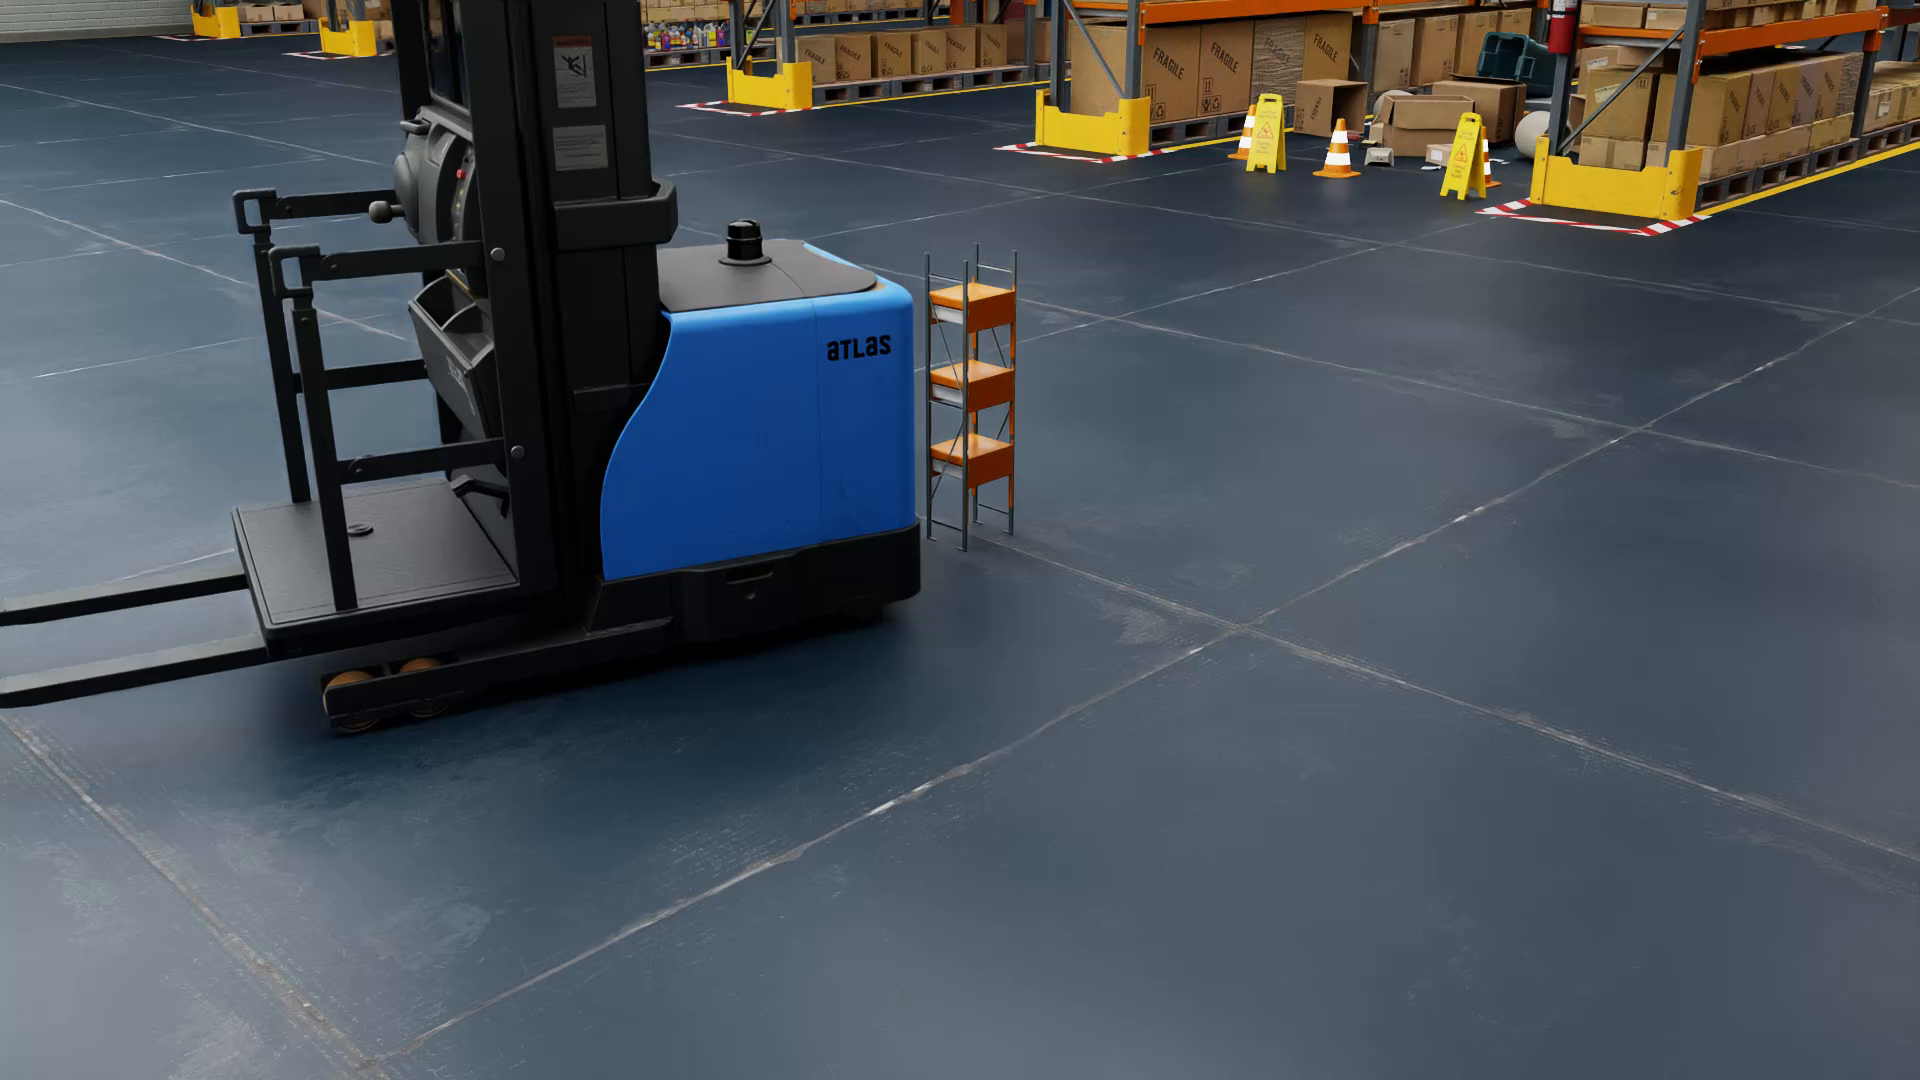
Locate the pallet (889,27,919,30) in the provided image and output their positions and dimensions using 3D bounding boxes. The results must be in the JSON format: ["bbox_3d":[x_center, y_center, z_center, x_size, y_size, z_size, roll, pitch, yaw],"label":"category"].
[{"bbox_3d":[-0.767,-8.177,27.054,1.003,0.211,1.213,19,28,41],"label":"pallet"}]

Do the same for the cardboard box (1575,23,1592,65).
[{"bbox_3d":[7.858,-6.438,21.543,0.500,0.500,0.500,20,28,41],"label":"cardboard box"}]

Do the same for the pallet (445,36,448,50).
[{"bbox_3d":[-7.971,-8.070,26.776,1.003,0.211,1.213,19,28,41],"label":"pallet"}]

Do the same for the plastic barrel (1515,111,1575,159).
[{"bbox_3d":[5.226,-3.599,14.848,0.421,0.421,0.512,-2,21,-5],"label":"plastic barrel"}]

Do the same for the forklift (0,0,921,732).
[{"bbox_3d":[-1.680,-1.045,4.708,3.031,2.935,1.130,-10,23,-25],"label":"forklift"}]

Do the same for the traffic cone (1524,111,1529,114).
[{"bbox_3d":[6.061,-4.915,18.218,0.336,0.463,0.334,19,28,41],"label":"traffic cone"}]

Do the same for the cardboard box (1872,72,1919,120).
[{"bbox_3d":[9.007,-4.390,16.391,0.625,0.372,0.950,-19,28,-40],"label":"cardboard box"}]

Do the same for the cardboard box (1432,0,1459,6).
[{"bbox_3d":[7.907,-9.271,28.389,0.875,0.875,0.875,19,28,41],"label":"cardboard box"}]

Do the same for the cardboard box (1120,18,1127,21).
[{"bbox_3d":[2.129,-6.996,22.967,0.500,0.500,0.700,-17,27,-38],"label":"cardboard box"}]

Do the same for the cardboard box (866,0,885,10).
[{"bbox_3d":[-1.794,-10.523,32.143,0.500,0.500,0.500,20,29,41],"label":"cardboard box"}]

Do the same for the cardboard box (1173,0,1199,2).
[{"bbox_3d":[1.847,-5.428,15.807,0.875,0.550,0.550,19,28,41],"label":"cardboard box"}]

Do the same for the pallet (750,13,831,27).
[{"bbox_3d":[-3.197,-9.789,31.250,1.003,0.211,1.213,19,28,41],"label":"pallet"}]

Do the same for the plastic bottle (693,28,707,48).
[{"bbox_3d":[-3.707,-7.163,23.713,0.135,0.276,0.152,-20,28,-41],"label":"plastic bottle"}]

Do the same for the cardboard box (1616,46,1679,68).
[{"bbox_3d":[5.450,-3.839,13.180,0.250,0.149,0.380,-19,28,-40],"label":"cardboard box"}]

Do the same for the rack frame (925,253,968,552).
[{"bbox_3d":[-0.048,-0.472,5.840,0.200,1.050,0.008,19,28,41],"label":"rack frame"}]

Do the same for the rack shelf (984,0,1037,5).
[{"bbox_3d":[1.955,-7.578,22.613,1.077,0.370,4.000,19,28,41],"label":"rack shelf"}]

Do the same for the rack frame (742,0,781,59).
[{"bbox_3d":[-2.989,-8.640,24.372,1.000,3.000,0.127,19,28,41],"label":"rack frame"}]

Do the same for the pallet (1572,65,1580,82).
[{"bbox_3d":[7.380,-6.060,21.546,1.003,0.211,1.213,19,28,41],"label":"pallet"}]

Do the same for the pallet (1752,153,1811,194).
[{"bbox_3d":[6.366,-3.122,13.902,1.003,0.211,1.213,19,28,41],"label":"pallet"}]

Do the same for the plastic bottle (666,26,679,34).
[{"bbox_3d":[-4.154,-7.282,24.022,0.152,0.276,0.135,19,28,41],"label":"plastic bottle"}]

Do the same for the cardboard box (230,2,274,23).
[{"bbox_3d":[-12.330,-9.197,28.955,0.500,0.311,0.500,15,26,35],"label":"cardboard box"}]

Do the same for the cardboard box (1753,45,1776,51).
[{"bbox_3d":[6.925,-4.384,14.597,0.250,0.149,0.380,-20,28,-41],"label":"cardboard box"}]

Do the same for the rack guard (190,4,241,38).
[{"bbox_3d":[-12.824,-8.944,28.647,1.175,0.500,0.348,19,28,41],"label":"rack guard"}]

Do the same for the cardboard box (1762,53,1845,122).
[{"bbox_3d":[7.086,-3.832,14.065,0.500,0.500,0.500,-20,28,-41],"label":"cardboard box"}]

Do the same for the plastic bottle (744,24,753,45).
[{"bbox_3d":[-3.088,-7.371,24.244,0.133,0.283,0.061,-18,28,-39],"label":"plastic bottle"}]

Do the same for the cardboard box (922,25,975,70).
[{"bbox_3d":[-0.142,-6.187,20.890,0.500,0.500,0.500,-11,23,-25],"label":"cardboard box"}]

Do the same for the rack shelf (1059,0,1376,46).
[{"bbox_3d":[2.648,-5.283,16.641,1.077,0.370,4.000,19,28,41],"label":"rack shelf"}]

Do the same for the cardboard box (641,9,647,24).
[{"bbox_3d":[-5.719,-8.966,28.467,0.500,0.250,0.500,-19,28,-41],"label":"cardboard box"}]

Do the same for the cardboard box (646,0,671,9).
[{"bbox_3d":[-5.355,-9.359,28.710,0.500,0.311,0.500,18,27,39],"label":"cardboard box"}]

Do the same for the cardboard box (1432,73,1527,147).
[{"bbox_3d":[4.928,-4.117,15.896,0.797,0.637,0.503,19,28,41],"label":"cardboard box"}]

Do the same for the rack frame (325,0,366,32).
[{"bbox_3d":[-9.326,-8.852,24.925,1.000,3.000,0.127,19,28,41],"label":"rack frame"}]

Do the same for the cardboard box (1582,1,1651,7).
[{"bbox_3d":[5.051,-4.286,12.490,0.500,0.500,0.500,19,28,40],"label":"cardboard box"}]

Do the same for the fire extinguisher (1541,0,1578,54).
[{"bbox_3d":[4.460,-3.941,12.256,0.296,0.674,0.183,19,28,41],"label":"fire extinguisher"}]

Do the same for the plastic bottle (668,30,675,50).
[{"bbox_3d":[-4.052,-7.020,23.346,0.097,0.271,0.097,0,21,0],"label":"plastic bottle"}]

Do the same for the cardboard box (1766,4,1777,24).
[{"bbox_3d":[6.031,-4.055,12.793,0.250,0.149,0.380,-19,28,-41],"label":"cardboard box"}]

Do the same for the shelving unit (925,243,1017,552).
[{"bbox_3d":[0.037,-0.504,5.922,0.215,1.050,0.252,19,28,41],"label":"shelving unit"}]

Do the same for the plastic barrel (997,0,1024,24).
[{"bbox_3d":[0.919,-9.159,28.498,0.600,0.588,0.708,19,28,41],"label":"plastic barrel"}]

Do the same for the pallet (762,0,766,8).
[{"bbox_3d":[-4.990,-11.657,36.108,1.003,0.211,1.213,19,28,41],"label":"pallet"}]

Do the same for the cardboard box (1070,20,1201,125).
[{"bbox_3d":[1.678,-4.500,15.977,0.875,0.875,0.875,19,28,41],"label":"cardboard box"}]

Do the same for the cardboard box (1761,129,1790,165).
[{"bbox_3d":[6.364,-3.215,13.506,0.500,0.250,0.500,-18,27,-39],"label":"cardboard box"}]

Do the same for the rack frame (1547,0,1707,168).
[{"bbox_3d":[4.870,-3.892,12.019,1.000,3.000,0.127,19,28,41],"label":"rack frame"}]

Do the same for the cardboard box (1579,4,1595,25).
[{"bbox_3d":[7.842,-6.787,21.406,0.500,0.250,0.500,19,28,40],"label":"cardboard box"}]

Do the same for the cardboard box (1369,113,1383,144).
[{"bbox_3d":[4.164,-3.954,15.991,0.258,0.266,0.396,-14,25,-33],"label":"cardboard box"}]

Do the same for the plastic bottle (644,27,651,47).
[{"bbox_3d":[-4.520,-7.221,23.864,0.152,0.276,0.135,18,28,39],"label":"plastic bottle"}]

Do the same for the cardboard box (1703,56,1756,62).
[{"bbox_3d":[6.327,-3.825,14.047,0.500,0.500,0.500,-18,28,-39],"label":"cardboard box"}]

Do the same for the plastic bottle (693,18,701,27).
[{"bbox_3d":[-3.849,-7.505,24.499,0.185,0.351,0.144,-19,28,-41],"label":"plastic bottle"}]

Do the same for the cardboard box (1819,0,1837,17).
[{"bbox_3d":[6.948,-4.382,13.644,0.380,0.149,0.250,19,28,40],"label":"cardboard box"}]

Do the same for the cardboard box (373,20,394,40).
[{"bbox_3d":[-8.792,-7.847,25.556,0.500,0.250,0.500,19,28,41],"label":"cardboard box"}]

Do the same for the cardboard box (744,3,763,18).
[{"bbox_3d":[-3.937,-9.625,30.182,0.500,0.250,0.500,-19,28,-41],"label":"cardboard box"}]
